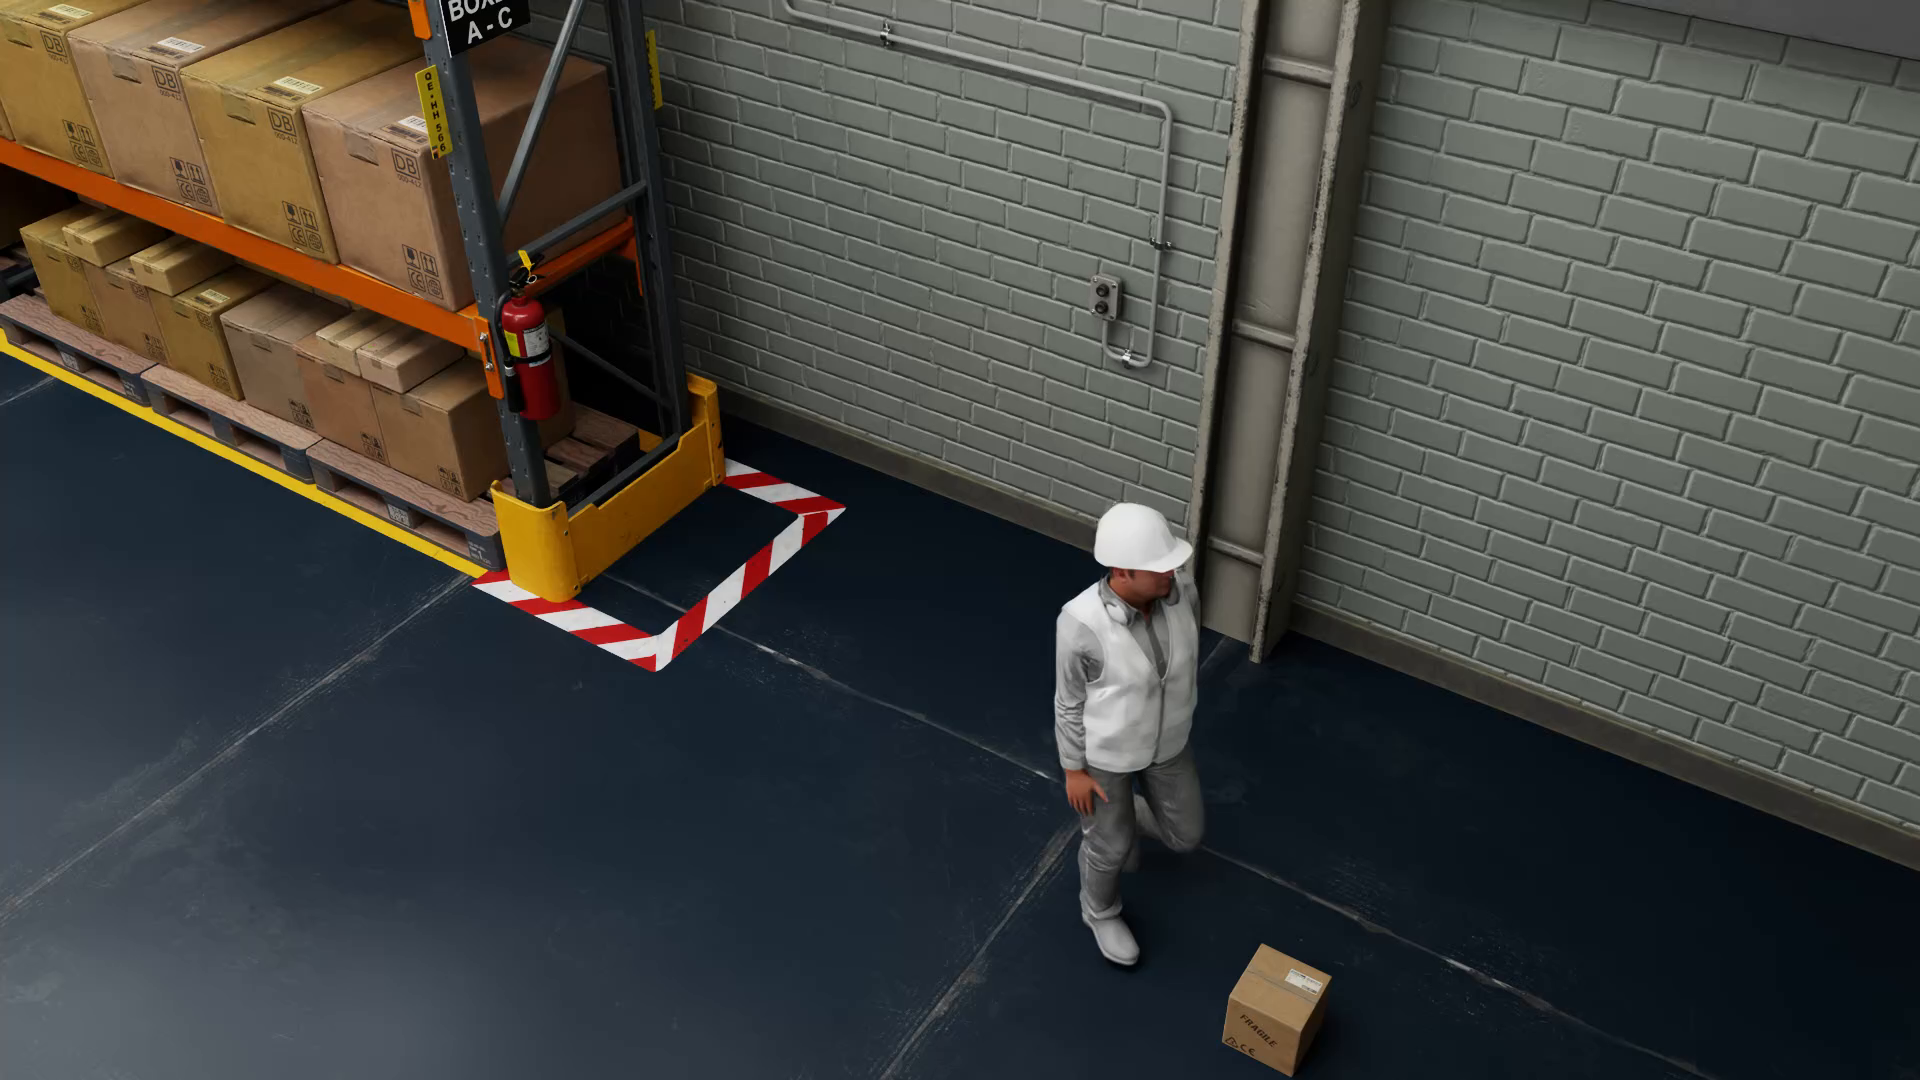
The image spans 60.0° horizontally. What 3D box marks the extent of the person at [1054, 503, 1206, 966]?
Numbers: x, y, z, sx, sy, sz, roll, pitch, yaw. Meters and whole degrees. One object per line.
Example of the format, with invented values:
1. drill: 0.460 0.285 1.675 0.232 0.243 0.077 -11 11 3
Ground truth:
1. person: 0.529 0.608 5.334 0.552 1.764 0.526 -18 41 -21
